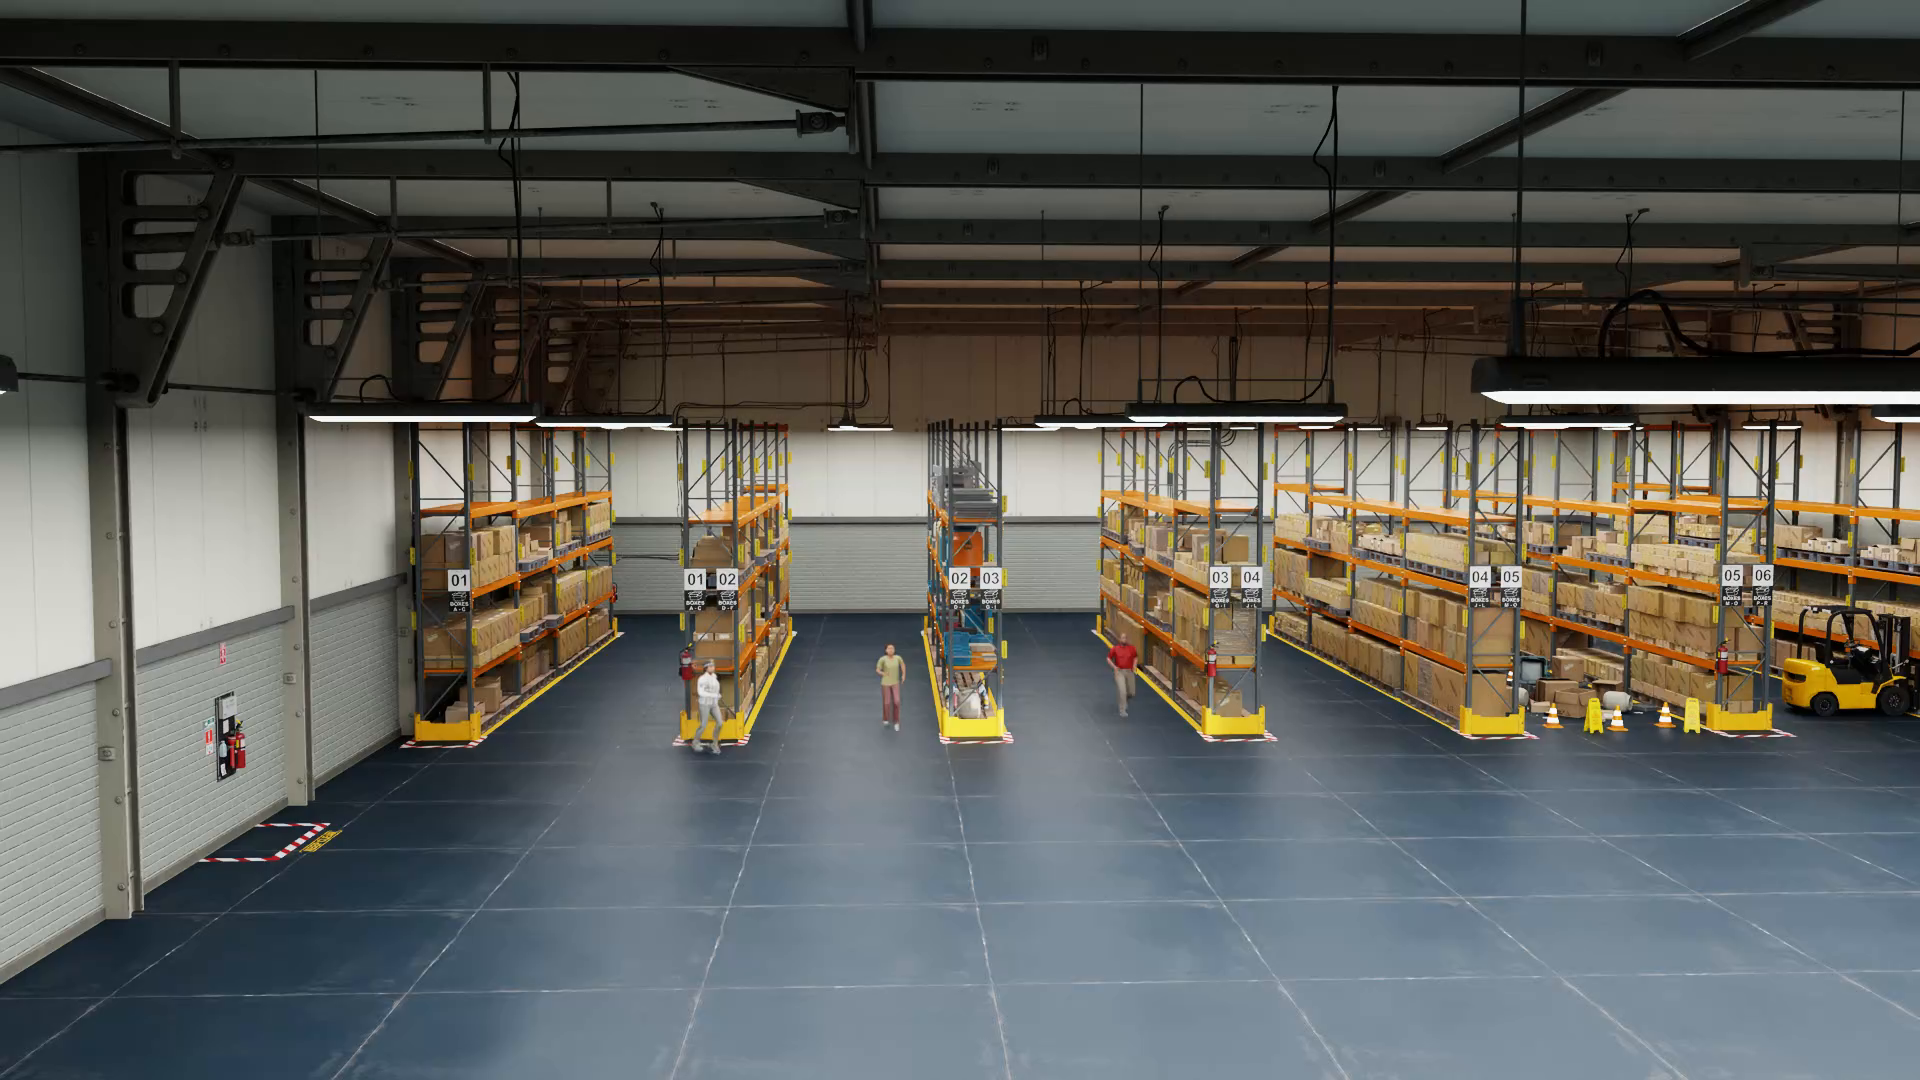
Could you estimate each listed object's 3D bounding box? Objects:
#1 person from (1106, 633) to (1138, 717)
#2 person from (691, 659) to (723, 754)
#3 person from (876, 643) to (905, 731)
[{"bbox_3d":[3.311,2.719,33.781,0.664,1.675,0.641,-1,4,-12],"label":"person"},{"bbox_3d":[-4.487,2.990,29.766,0.719,1.763,0.628,3,4,35],"label":"person"},{"bbox_3d":[-1.339,2.853,32.195,0.597,1.716,0.711,-1,4,-11],"label":"person"}]
